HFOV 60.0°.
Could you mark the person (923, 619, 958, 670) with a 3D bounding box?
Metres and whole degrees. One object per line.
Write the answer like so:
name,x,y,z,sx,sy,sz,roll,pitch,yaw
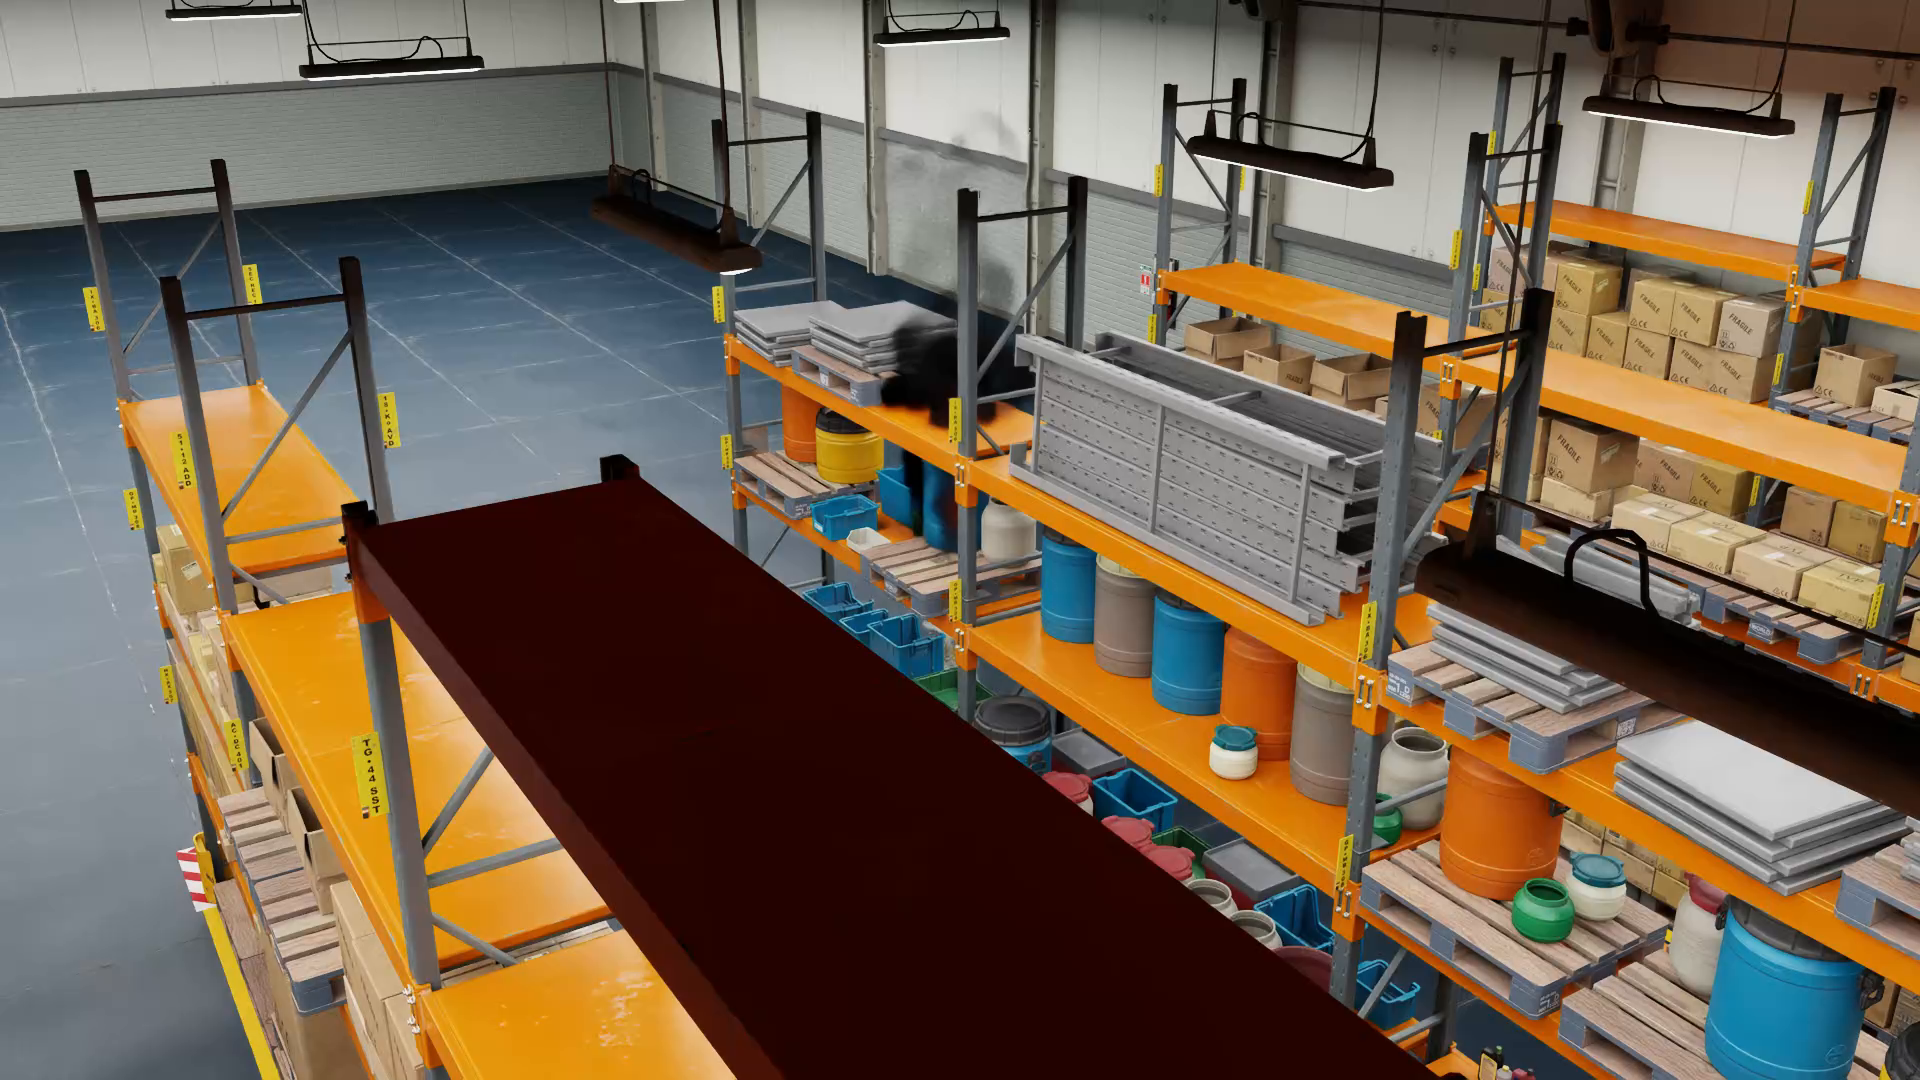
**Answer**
person,-0.171,0.881,16.889,0.777,1.827,0.692,20,29,41
